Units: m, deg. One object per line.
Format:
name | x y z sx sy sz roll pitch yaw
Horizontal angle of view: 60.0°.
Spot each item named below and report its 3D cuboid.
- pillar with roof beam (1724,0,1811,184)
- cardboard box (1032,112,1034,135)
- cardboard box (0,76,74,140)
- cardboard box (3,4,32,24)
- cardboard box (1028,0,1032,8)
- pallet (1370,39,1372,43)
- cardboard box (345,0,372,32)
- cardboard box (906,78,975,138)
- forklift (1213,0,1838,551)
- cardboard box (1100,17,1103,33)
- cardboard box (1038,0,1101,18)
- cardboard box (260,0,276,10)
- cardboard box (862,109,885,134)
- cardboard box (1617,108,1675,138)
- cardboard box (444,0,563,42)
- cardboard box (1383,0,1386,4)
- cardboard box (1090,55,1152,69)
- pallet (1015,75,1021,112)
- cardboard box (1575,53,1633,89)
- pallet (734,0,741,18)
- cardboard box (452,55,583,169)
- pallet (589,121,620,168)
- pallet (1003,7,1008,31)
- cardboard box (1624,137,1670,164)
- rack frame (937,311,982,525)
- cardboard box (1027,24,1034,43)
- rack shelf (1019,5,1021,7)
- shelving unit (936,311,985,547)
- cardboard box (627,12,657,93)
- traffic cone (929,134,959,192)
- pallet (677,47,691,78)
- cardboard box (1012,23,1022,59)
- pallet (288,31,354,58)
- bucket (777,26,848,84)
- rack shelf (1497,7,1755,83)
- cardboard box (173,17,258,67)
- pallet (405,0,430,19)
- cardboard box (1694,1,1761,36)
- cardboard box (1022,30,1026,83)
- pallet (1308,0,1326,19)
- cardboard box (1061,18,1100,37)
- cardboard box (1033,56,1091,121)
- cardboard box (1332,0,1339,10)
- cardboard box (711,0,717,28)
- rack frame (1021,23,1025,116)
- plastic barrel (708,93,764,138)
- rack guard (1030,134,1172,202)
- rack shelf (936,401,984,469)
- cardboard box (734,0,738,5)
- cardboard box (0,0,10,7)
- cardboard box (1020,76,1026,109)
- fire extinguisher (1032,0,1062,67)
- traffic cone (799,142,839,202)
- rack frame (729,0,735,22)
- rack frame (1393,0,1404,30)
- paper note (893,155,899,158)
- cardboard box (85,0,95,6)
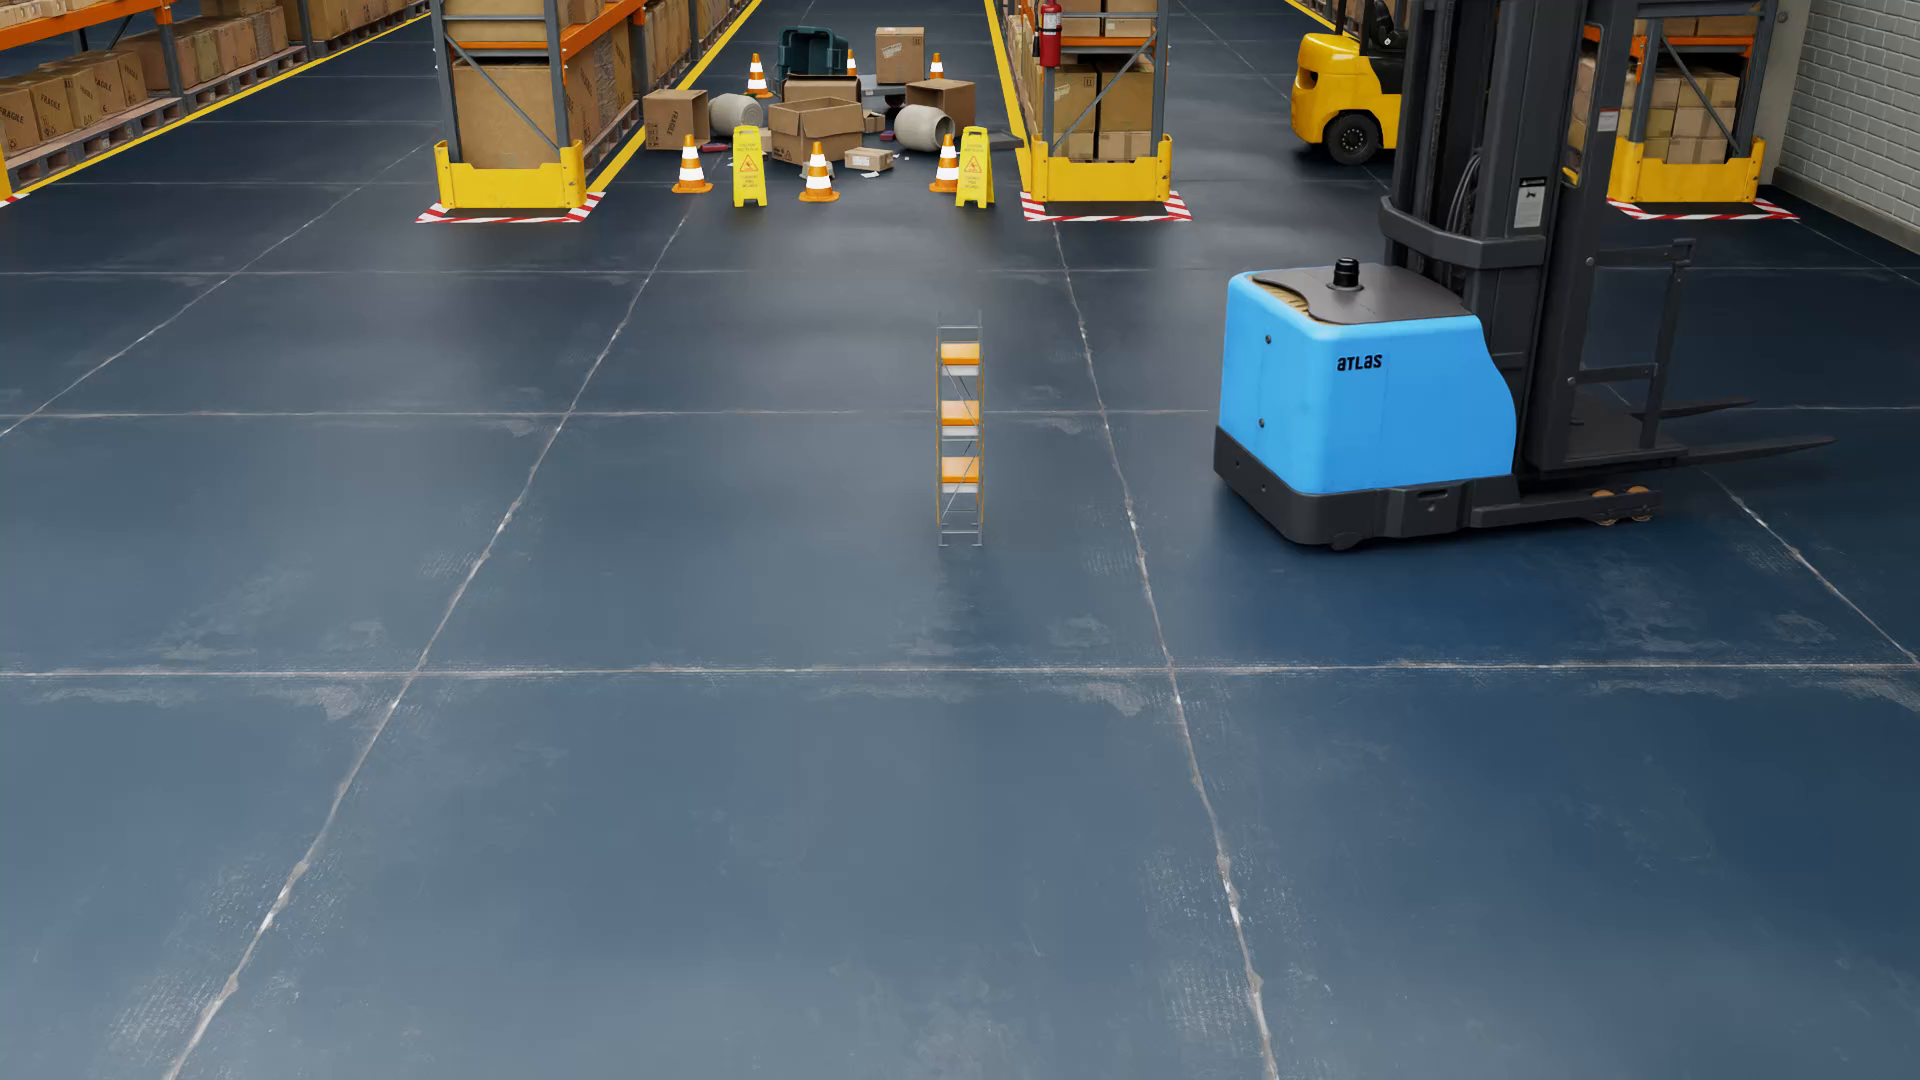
pillar with roof beam | 2.748 -7.307 12.985 9.100 9.000 0.400 0 24 -1
cardboard box | 0.920 -3.762 15.254 0.500 0.250 0.500 0 24 0
cardboard box | -8.732 -4.047 15.582 0.500 0.500 0.500 2 24 4
cardboard box | -8.469 -4.649 14.695 0.380 0.149 0.250 0 24 -1
cardboard box | 0.839 -5.153 15.808 0.380 0.149 0.250 0 24 0
pallet | 6.102 -6.635 22.165 1.003 0.211 1.213 0 24 -1
cardboard box | -8.790 -7.405 22.551 1.225 0.875 0.875 0 24 0
cardboard box | -0.197 -4.340 16.737 0.500 0.500 0.500 19 30 35
forklift | 2.847 -1.607 7.746 3.031 2.935 1.130 -6 25 -13
cardboard box | 1.382 -4.408 14.161 0.380 0.149 0.250 0 24 0
cardboard box | 0.914 -4.681 13.978 0.500 0.500 0.500 -1 24 -1
cardboard box | -8.764 -6.657 20.418 0.500 0.250 0.500 1 24 2
cardboard box | -0.985 -4.335 17.012 0.258 0.266 0.396 -19 31 -36
cardboard box | 5.841 -3.667 14.438 0.500 0.250 0.500 -1 24 -1
cardboard box | -3.802 -4.435 13.734 0.875 0.550 0.550 0 24 -1
cardboard box | 5.857 -7.030 22.177 0.500 0.500 0.500 -1 24 -1
cardboard box | 1.453 -4.117 15.129 0.500 0.500 0.500 -1 24 -3
pallet | 1.142 -4.976 18.496 1.003 0.211 1.213 0 24 -1
cardboard box | 5.815 -4.302 15.236 0.500 0.250 0.500 0 24 0
pallet | -3.926 -8.165 25.546 1.003 0.211 1.213 0 24 -1
cardboard box | -3.826 -3.716 14.395 0.875 0.875 0.875 0 24 0
pallet | -3.850 -3.774 15.838 1.003 0.211 1.213 0 24 -1
pallet | 1.149 -7.634 24.374 1.003 0.211 1.213 0 24 -1
cardboard box | 5.838 -3.432 14.526 0.500 0.250 0.500 0 24 0
rack frame | -0.002 -0.551 7.694 0.200 1.050 0.008 0 24 -1
cardboard box | 0.843 -4.883 16.036 0.380 0.149 0.250 1 24 2
rack shelf | 1.130 -6.422 19.183 1.077 0.370 4.000 0 24 -1
shelving unit | -0.001 -0.500 7.582 0.215 1.050 0.252 0 24 -1
cardboard box | -3.893 -5.284 18.013 1.050 0.750 0.750 0 24 -1
traffic cone | -0.099 -3.293 14.470 0.336 0.463 0.334 0 24 -1
pallet | -3.907 -5.915 20.571 1.003 0.211 1.213 0 24 -1
cardboard box | 1.121 -6.031 20.125 0.950 0.372 0.625 -1 24 -2
pallet | -8.734 -6.584 22.052 1.003 0.211 1.213 0 24 -1
bucket | -1.490 -5.017 17.331 0.726 0.611 0.620 8 16 18
rack shelf | 6.137 -4.798 15.591 1.077 0.370 4.000 0 24 -1
cardboard box | -8.742 -5.853 19.551 0.700 0.500 0.500 2 24 4
pallet | -8.775 -8.221 25.671 1.003 0.211 1.213 0 24 -1
cardboard box | 6.432 -4.552 14.054 0.500 0.500 0.500 1 24 1
cardboard box | 0.889 -4.962 16.998 0.500 0.500 0.500 1 24 2
pallet | 6.022 -8.259 25.754 1.003 0.211 1.213 0 24 -1
cardboard box | 0.978 -4.316 13.958 0.380 0.149 0.250 1 24 1
cardboard box | 0.917 -4.102 15.096 0.500 0.500 0.500 1 24 1
cardboard box | 5.809 -8.098 24.539 0.500 0.500 0.500 1 24 2
cardboard box | -3.612 -7.274 22.717 0.500 0.500 0.500 -1 24 -2
rack frame | 1.152 -5.926 17.212 1.000 3.000 0.127 0 24 -1
plastic barrel | -2.250 -4.228 16.584 0.512 0.421 0.421 19 30 35
rack guard | 1.195 -3.170 14.152 1.175 0.500 0.348 0 24 -1
rack shelf | -0.001 -0.491 7.587 0.215 0.259 0.240 0 24 -1
cardboard box | -3.566 -8.202 25.196 0.380 0.149 0.250 -1 24 -3
cardboard box | -8.818 -4.846 14.343 0.875 0.500 0.500 0 24 -1
cardboard box | 0.889 -4.620 17.152 0.500 0.250 0.500 -1 24 -3
fire extinguisher | 0.736 -4.193 13.475 0.296 0.674 0.183 0 24 -1
traffic cone | -1.205 -3.148 14.149 0.336 0.463 0.334 0 24 -1
rack frame | -3.884 -9.159 24.360 1.000 3.000 0.127 0 24 -1
rack frame | 6.072 -7.598 20.910 1.000 3.000 0.127 0 24 -1
paper note | -0.664 -3.651 15.799 0.148 0.019 0.142 8 26 18
cardboard box | -8.497 -5.164 15.833 0.380 0.149 0.250 0 24 -1
